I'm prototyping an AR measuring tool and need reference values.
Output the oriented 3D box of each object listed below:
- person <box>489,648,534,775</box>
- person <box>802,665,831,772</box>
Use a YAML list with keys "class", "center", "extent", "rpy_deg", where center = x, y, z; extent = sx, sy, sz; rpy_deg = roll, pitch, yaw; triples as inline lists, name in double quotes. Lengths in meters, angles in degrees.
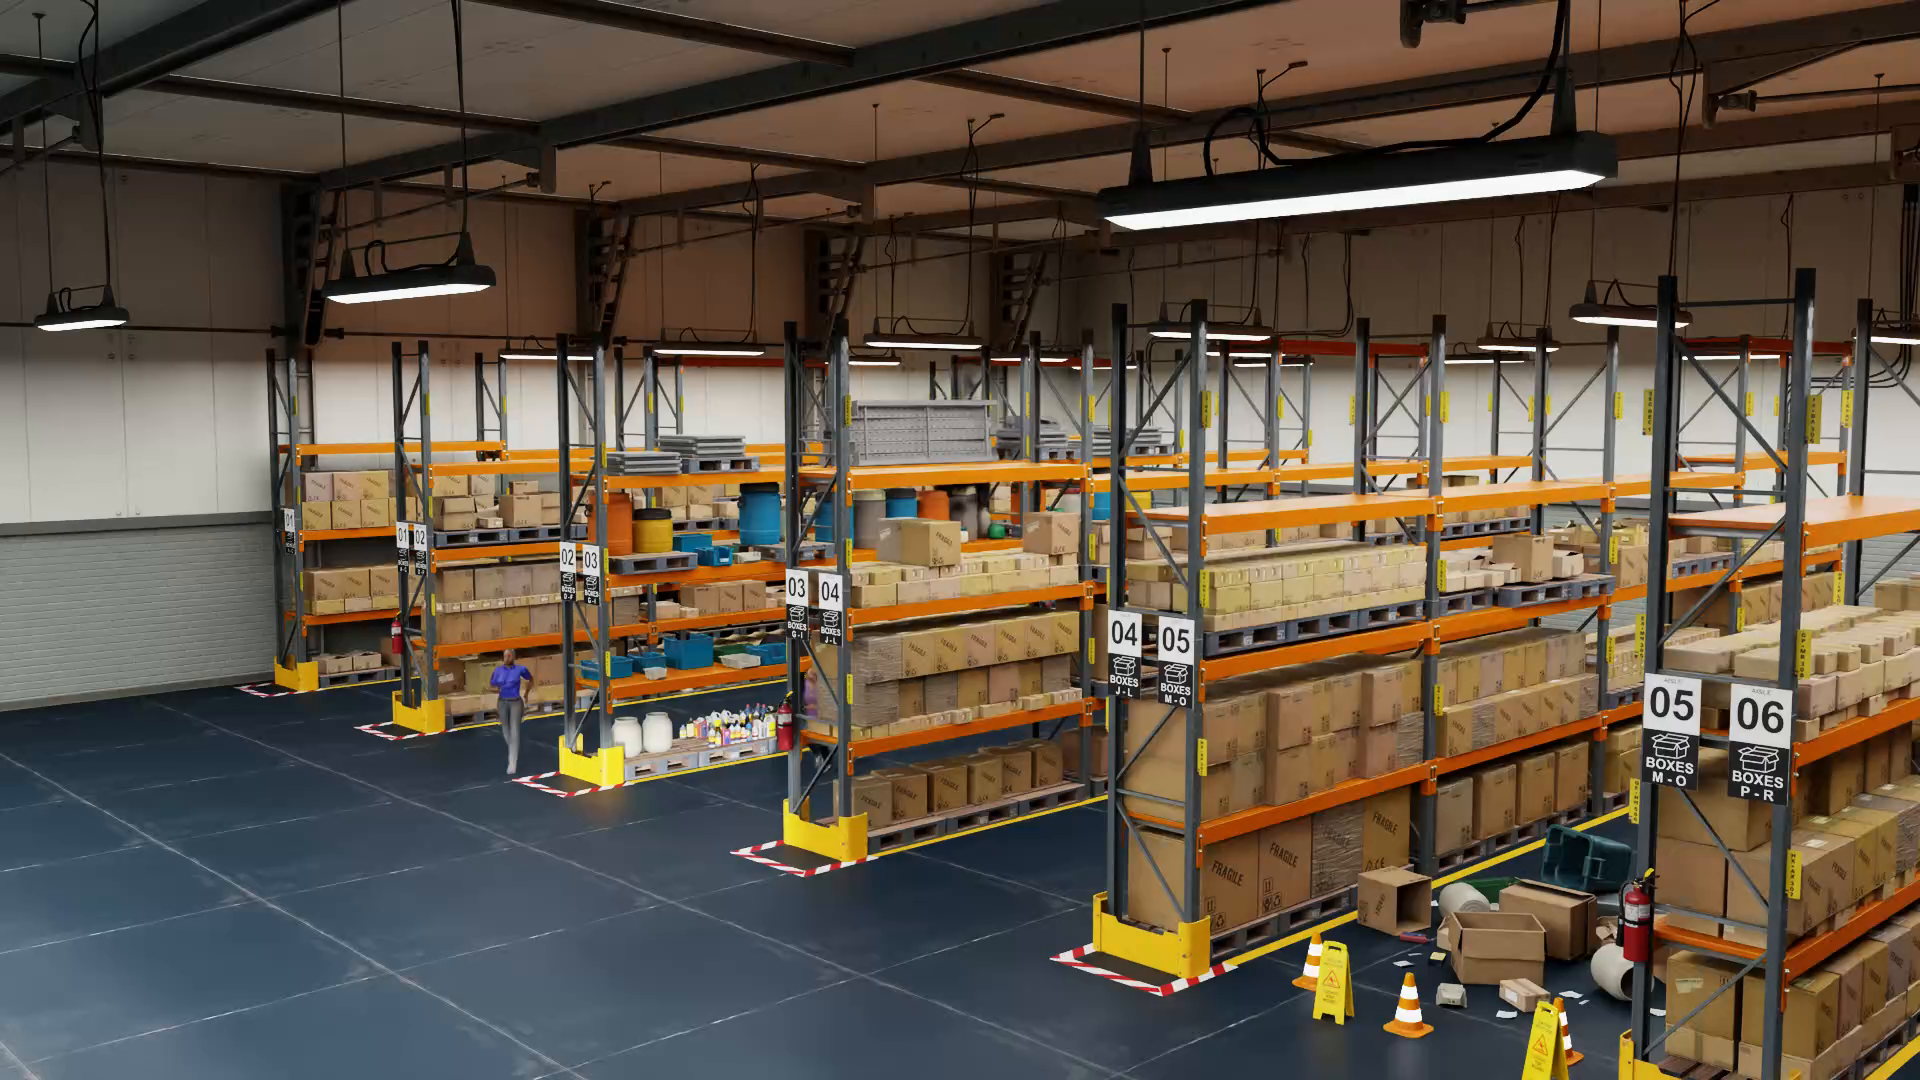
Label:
- class: "person"
  center: [-6.233, 2.329, 23.052]
  extent: [0.571, 1.682, 0.876]
  rpy_deg: [0, 5, -2]
- class: "person"
  center: [-1.941, 2.426, 22.586]
  extent: [0.496, 1.526, 0.695]
  rpy_deg: [2, 5, 25]
